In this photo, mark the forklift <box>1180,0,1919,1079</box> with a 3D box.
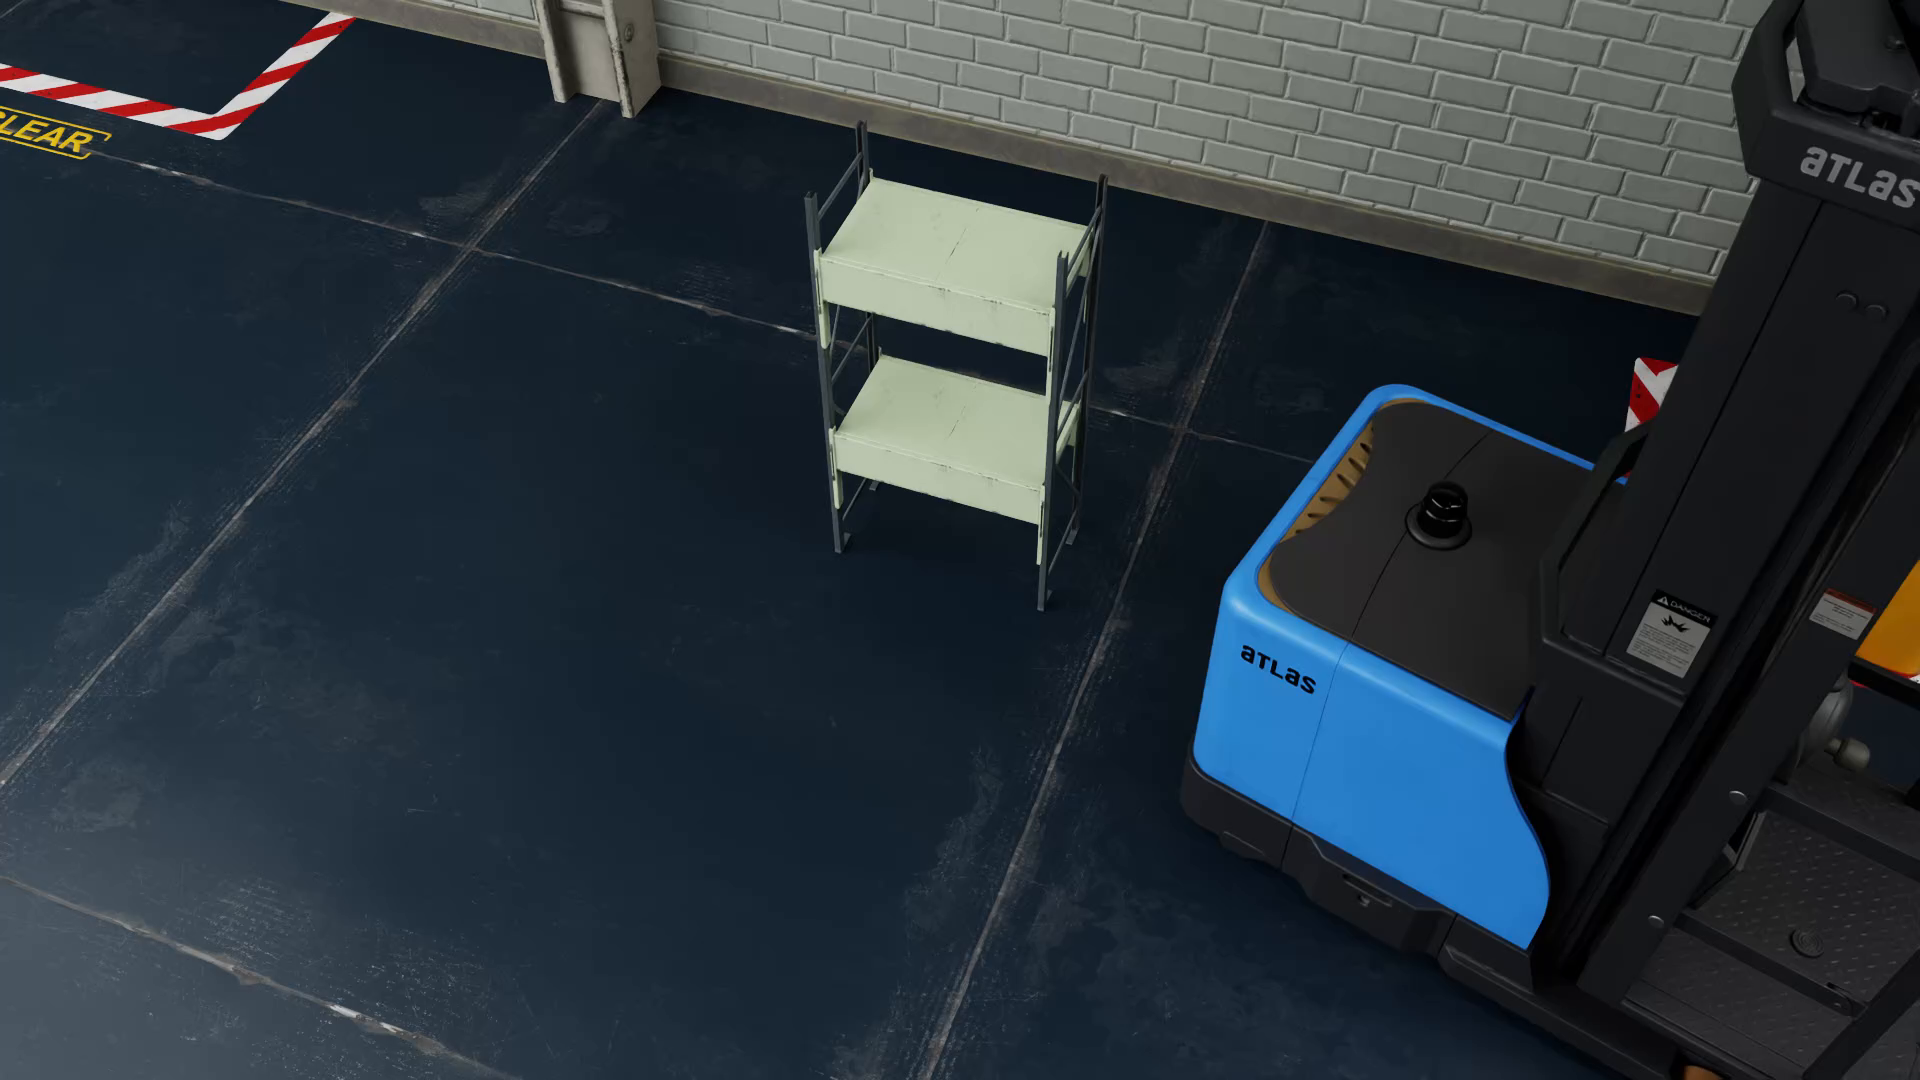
[{"bbox_3d":[2.160,0.207,3.631,3.031,2.935,1.130,28,55,22],"label":"forklift"}]

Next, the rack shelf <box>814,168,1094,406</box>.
[{"bbox_3d":[-0.006,-0.749,4.890,0.720,0.370,0.431,16,51,13],"label":"rack shelf"}]

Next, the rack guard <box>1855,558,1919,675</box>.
[{"bbox_3d":[3.161,-0.172,5.568,0.348,0.500,1.175,16,51,13],"label":"rack guard"}]

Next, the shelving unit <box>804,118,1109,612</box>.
[{"bbox_3d":[-0.006,-0.493,5.185,0.755,1.500,0.431,16,51,13],"label":"shelving unit"}]

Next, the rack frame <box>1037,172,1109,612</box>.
[{"bbox_3d":[0.337,-0.397,5.102,0.023,1.500,0.400,16,51,13],"label":"rack frame"}]

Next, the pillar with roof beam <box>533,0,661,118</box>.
[{"bbox_3d":[-3.074,-1.925,1.463,0.400,9.000,9.100,16,51,13],"label":"pillar with roof beam"}]

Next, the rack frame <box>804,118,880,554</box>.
[{"bbox_3d":[-0.350,-0.589,5.268,0.023,1.500,0.400,16,51,13],"label":"rack frame"}]

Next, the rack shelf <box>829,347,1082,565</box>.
[{"bbox_3d":[-0.006,-0.279,5.431,0.720,0.370,0.431,16,51,13],"label":"rack shelf"}]
